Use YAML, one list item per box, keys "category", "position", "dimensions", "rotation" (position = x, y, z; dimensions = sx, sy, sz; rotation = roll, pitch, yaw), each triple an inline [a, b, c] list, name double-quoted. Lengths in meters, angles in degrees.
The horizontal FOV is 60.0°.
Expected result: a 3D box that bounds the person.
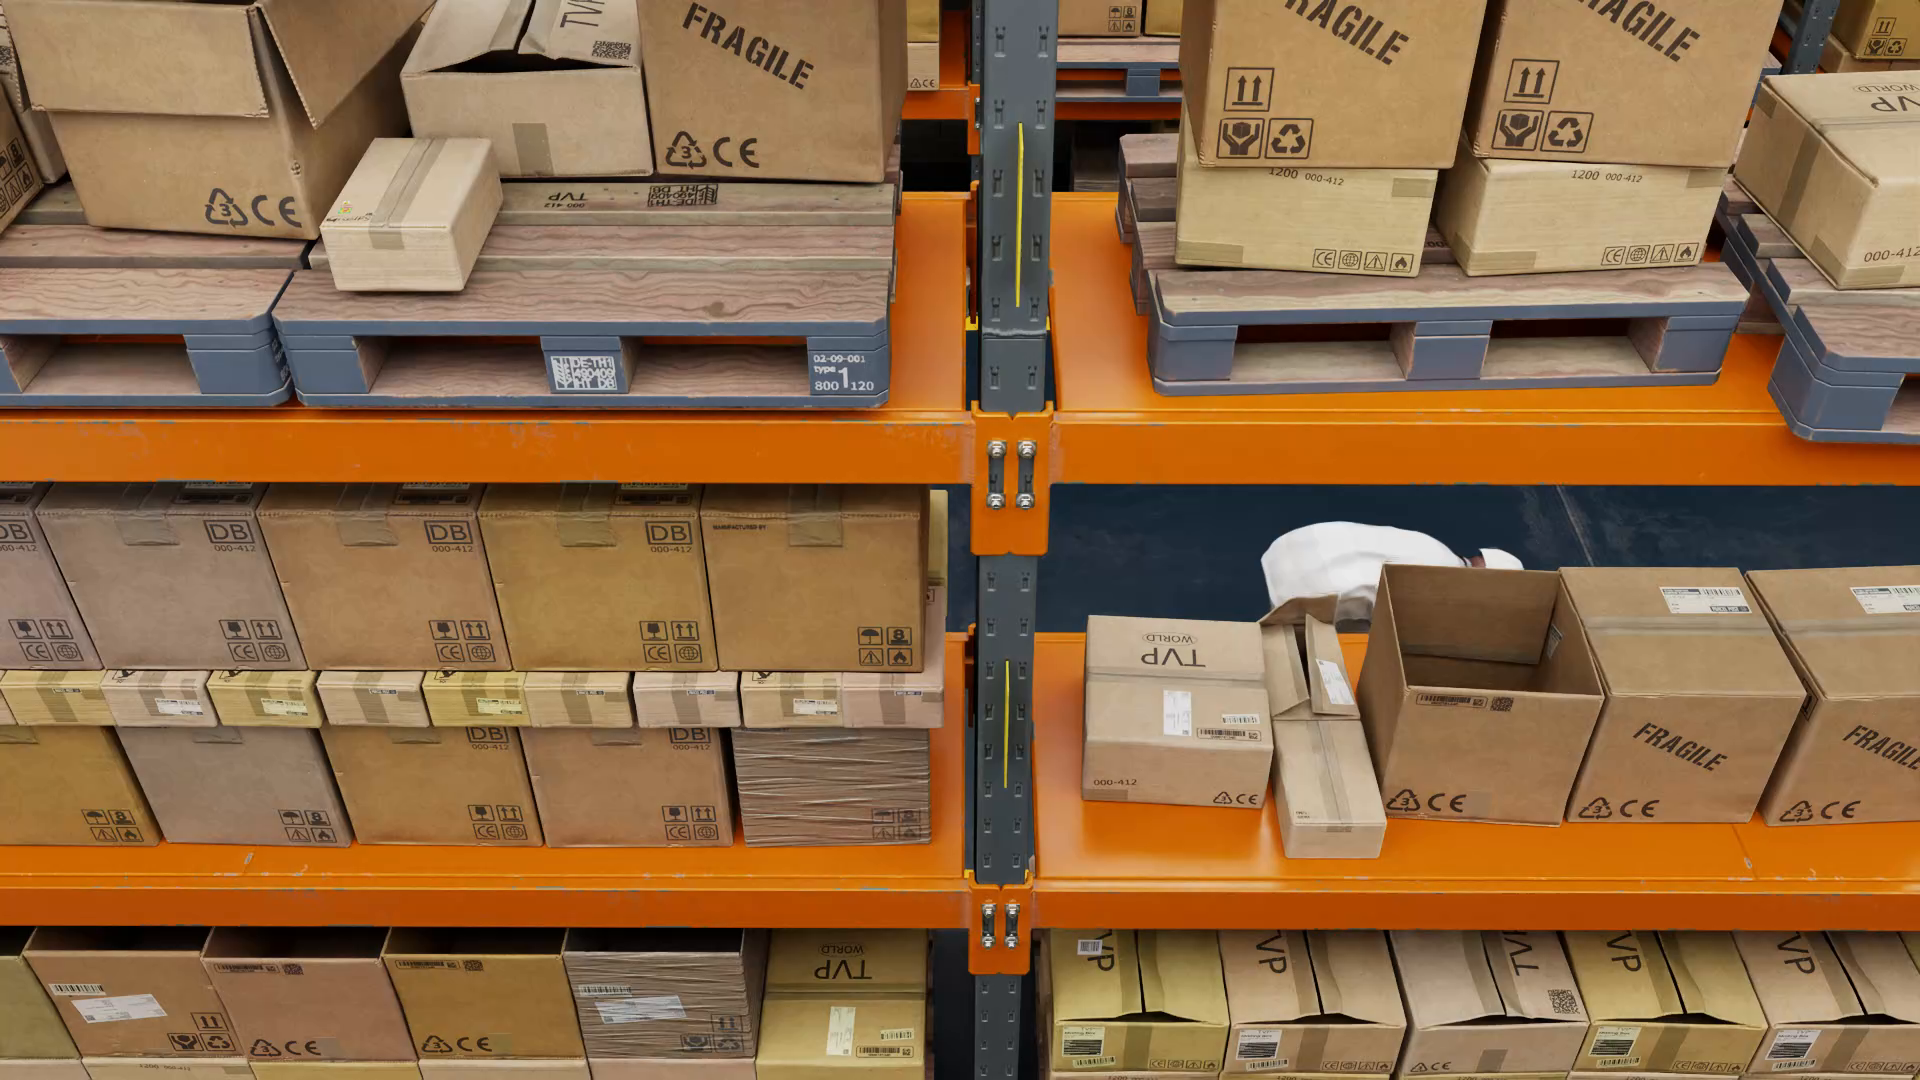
- category: "person"
  position: [1.662, 0.317, 6.484]
  dimensions: [1.003, 0.873, 0.504]
  rotation: [-1, 39, -1]
